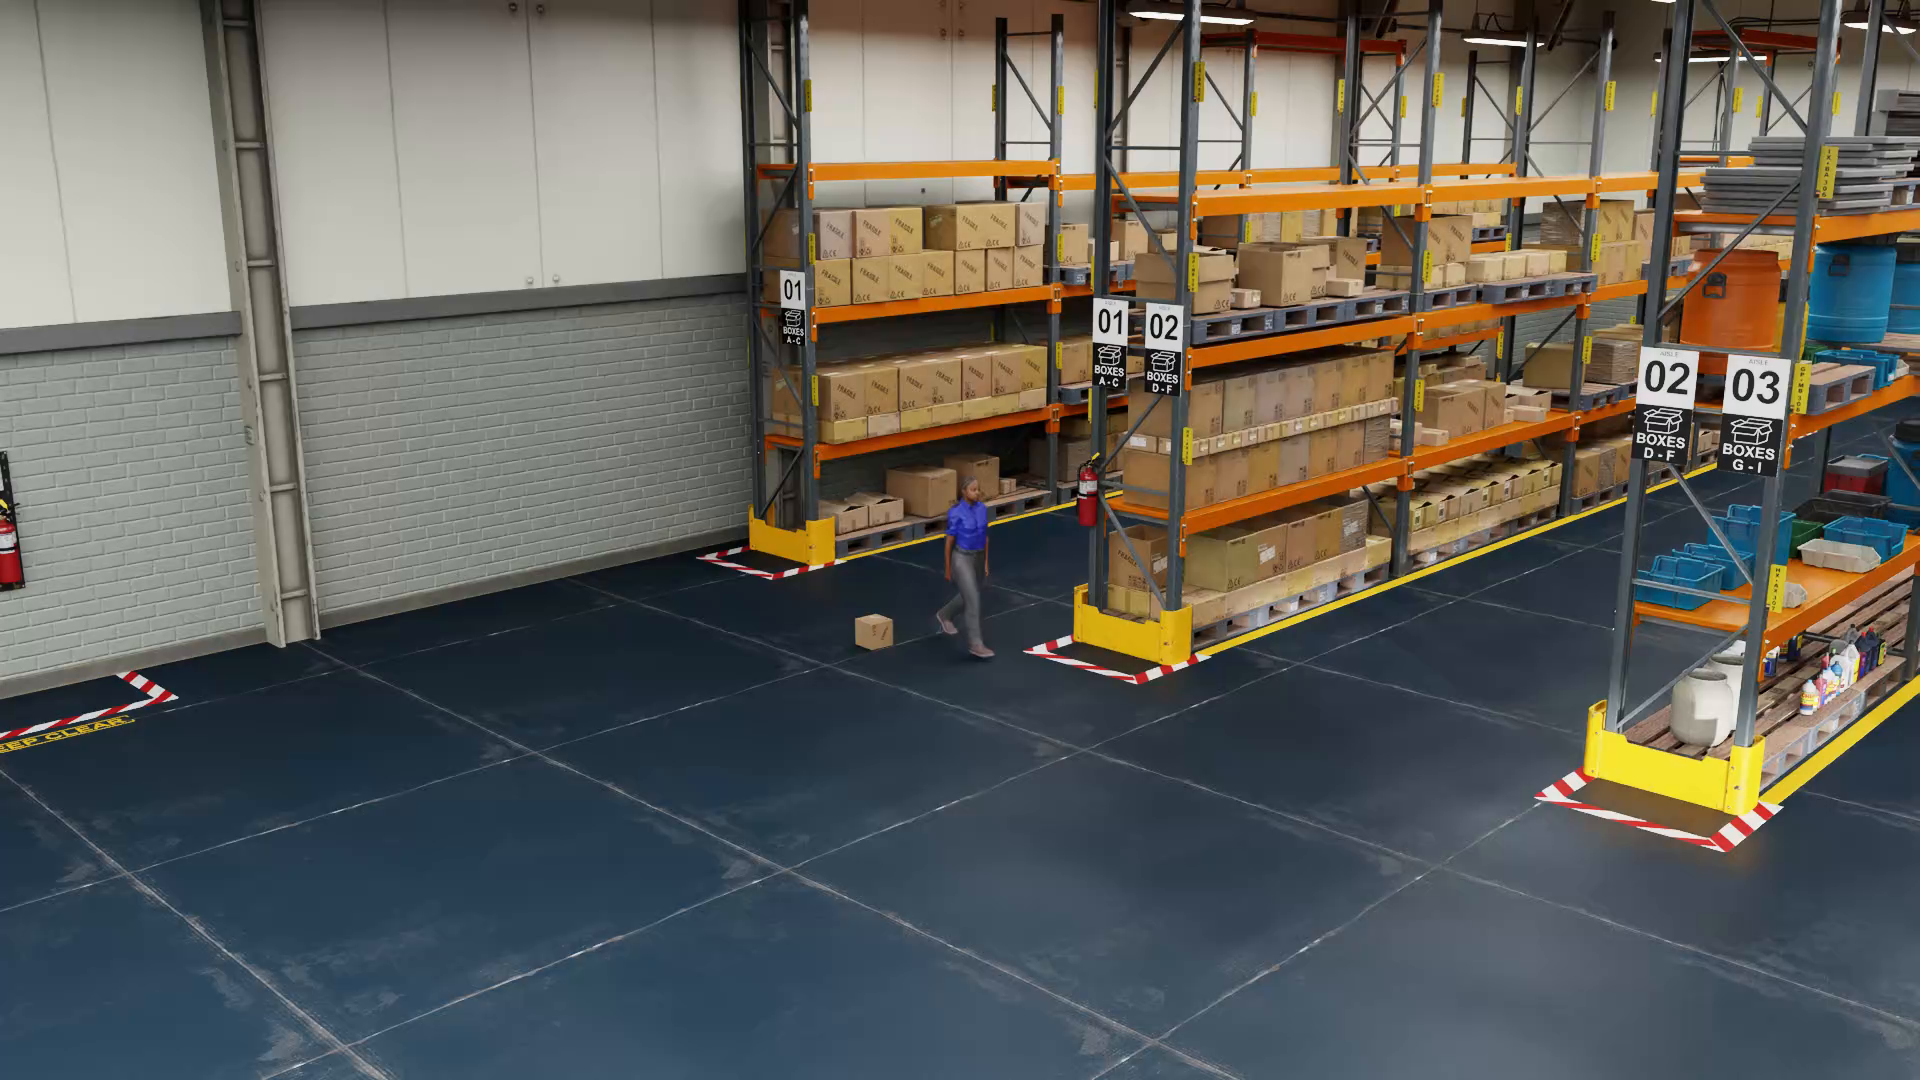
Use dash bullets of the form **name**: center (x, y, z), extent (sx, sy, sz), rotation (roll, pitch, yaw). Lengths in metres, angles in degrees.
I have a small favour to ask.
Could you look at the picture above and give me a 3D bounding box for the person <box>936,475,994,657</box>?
- **person**: center (0.049, 0.192, 15.202), extent (0.910, 1.620, 0.441), rotation (13, 19, 43)
